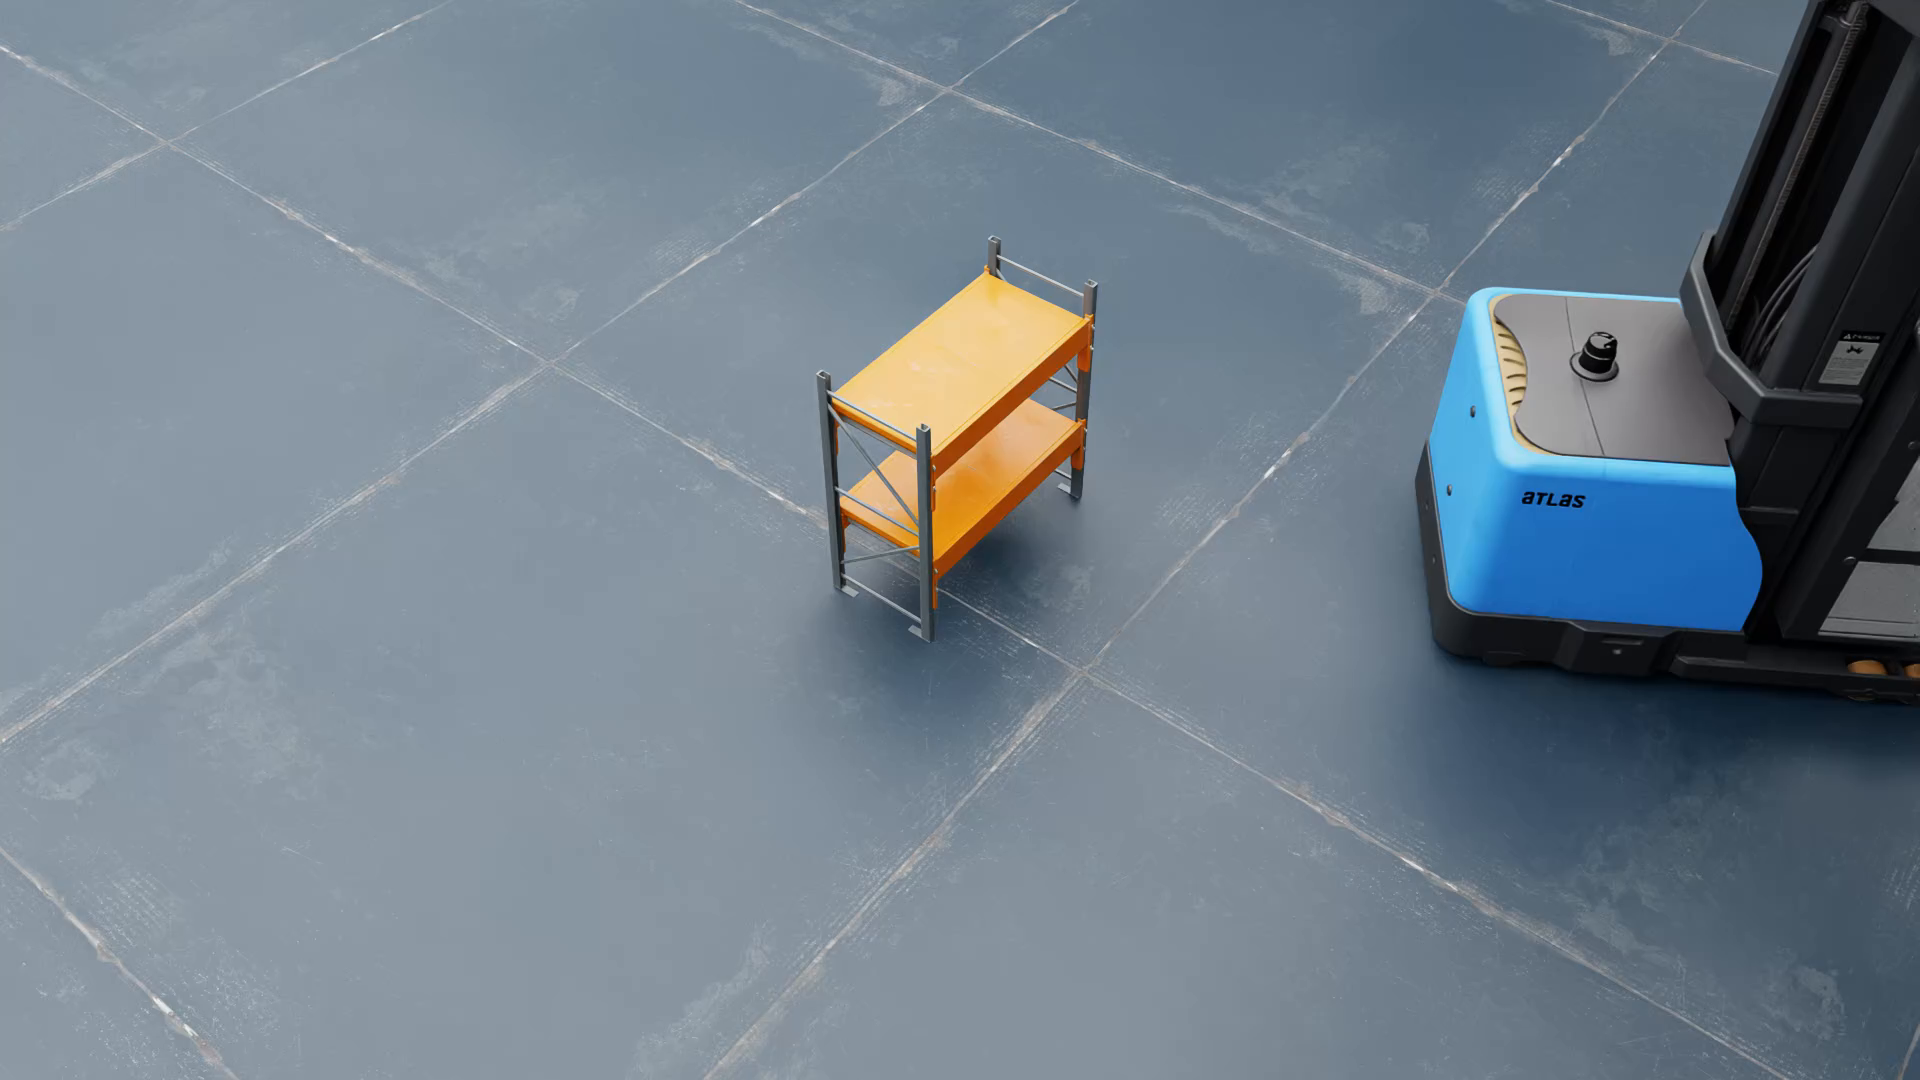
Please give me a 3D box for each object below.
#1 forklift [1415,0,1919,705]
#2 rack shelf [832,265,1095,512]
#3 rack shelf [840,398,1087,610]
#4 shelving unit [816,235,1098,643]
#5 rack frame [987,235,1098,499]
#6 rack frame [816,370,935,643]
[{"bbox_3d":[3.392,-0.793,5.645,3.031,2.935,1.130,4,46,4],"label":"forklift"},{"bbox_3d":[0.004,-0.595,6.300,0.538,0.278,1.000,29,53,25],"label":"rack shelf"},{"bbox_3d":[0.004,-0.224,6.688,0.538,0.278,1.000,29,53,25],"label":"rack shelf"},{"bbox_3d":[0.004,-0.392,6.512,0.538,1.125,1.048,29,53,25],"label":"shelving unit"},{"bbox_3d":[0.315,-0.683,6.790,0.500,1.125,0.032,29,53,25],"label":"rack frame"},{"bbox_3d":[-0.307,-0.102,6.234,0.500,1.125,0.032,29,53,25],"label":"rack frame"}]
